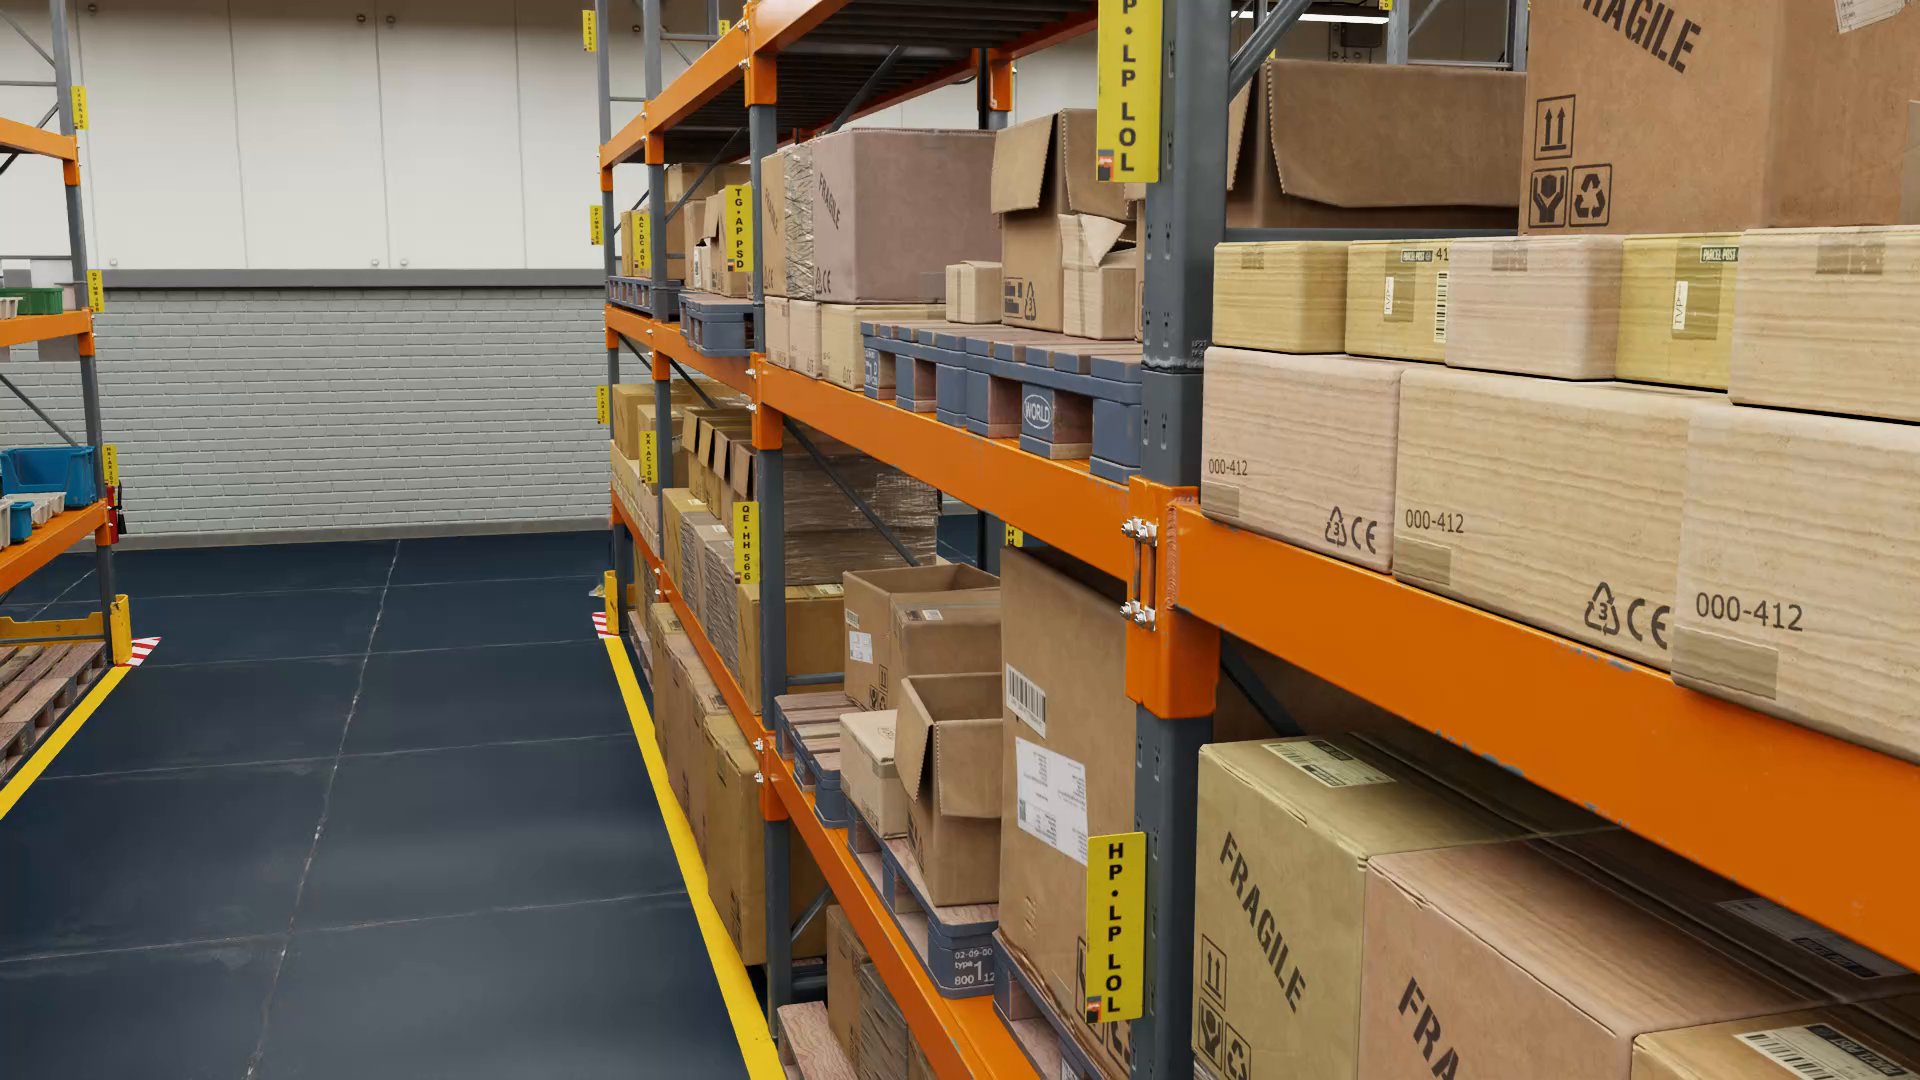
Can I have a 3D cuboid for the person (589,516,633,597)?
[{"bbox_3d":[-3.174,-0.225,15.704,0.751,1.592,0.456,-1,10,-6],"label":"person"}]
